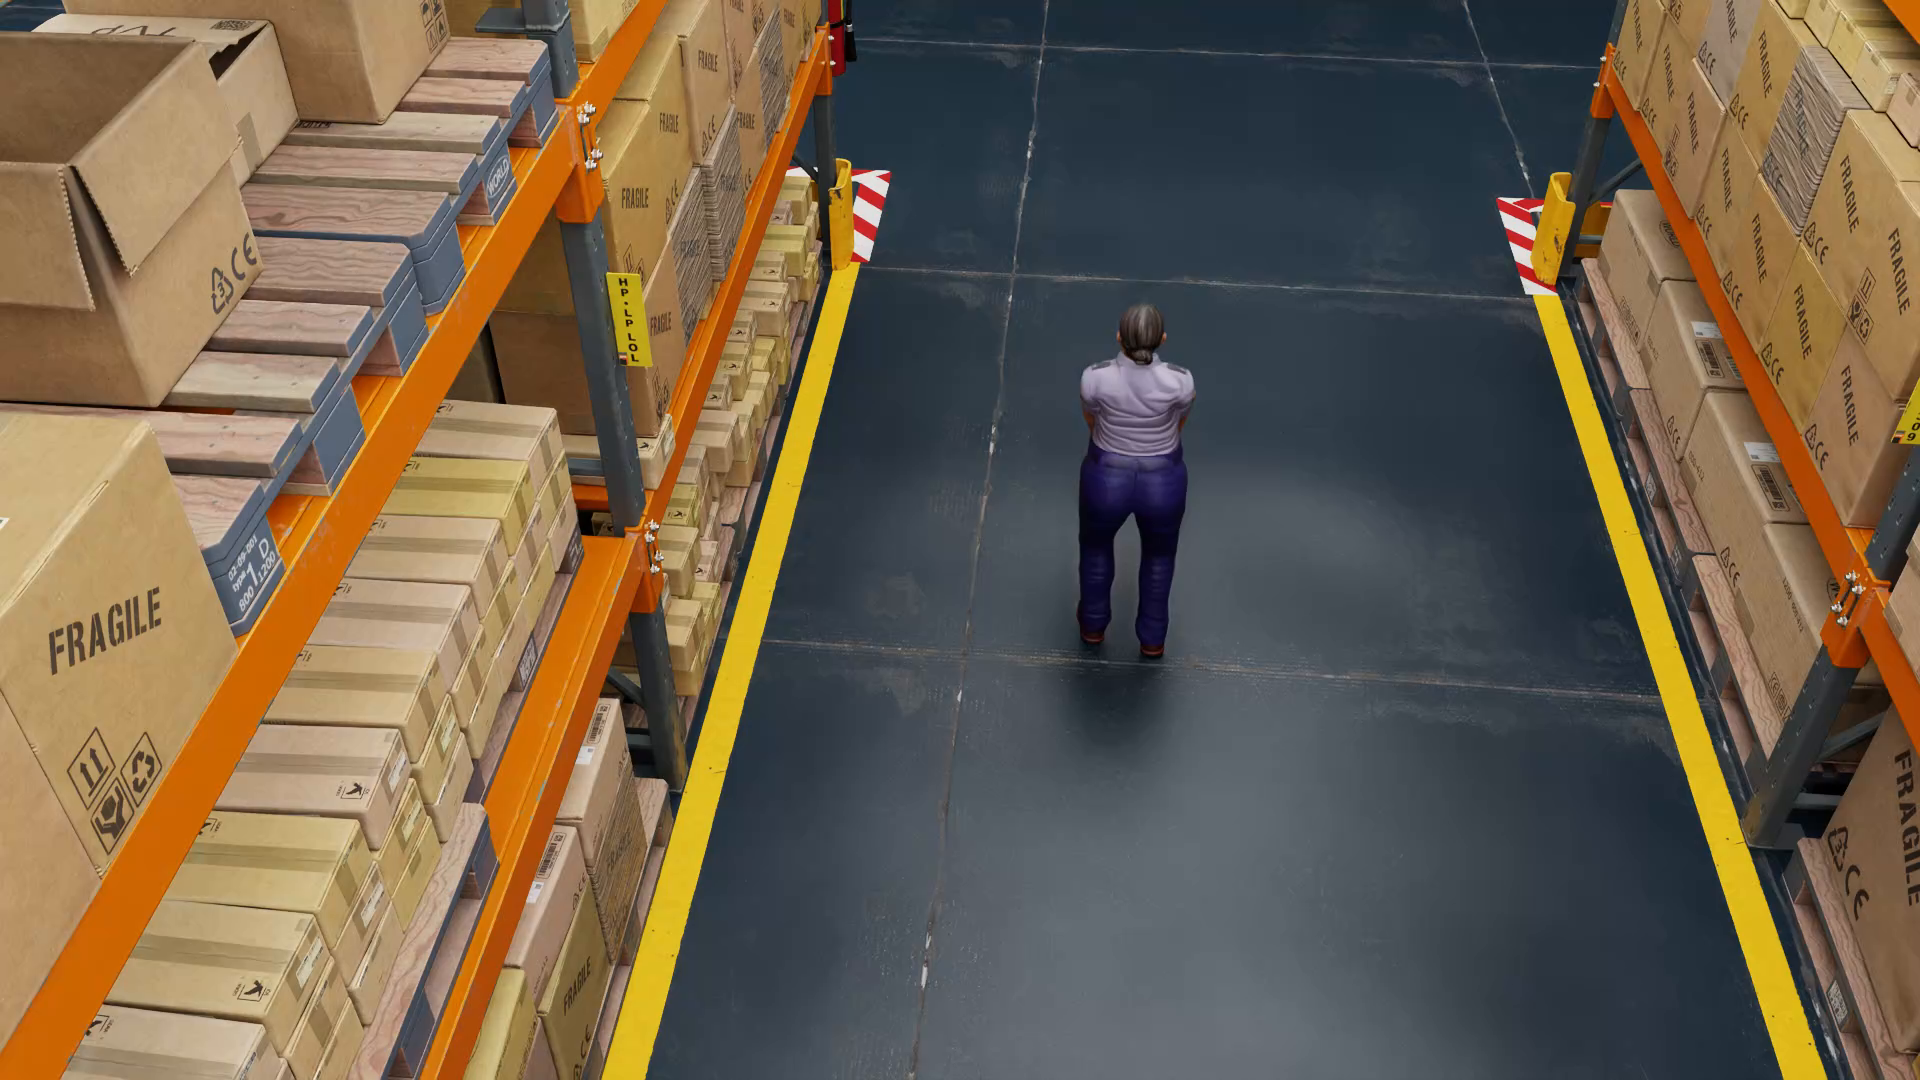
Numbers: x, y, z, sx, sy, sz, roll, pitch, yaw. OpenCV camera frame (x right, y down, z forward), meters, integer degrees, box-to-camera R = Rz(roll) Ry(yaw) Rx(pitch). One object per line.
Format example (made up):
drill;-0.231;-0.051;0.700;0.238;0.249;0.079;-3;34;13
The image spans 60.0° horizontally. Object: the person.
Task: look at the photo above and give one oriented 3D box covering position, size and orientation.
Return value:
person;0.664;-0.262;6.499;0.435;1.627;0.528;3;40;3
